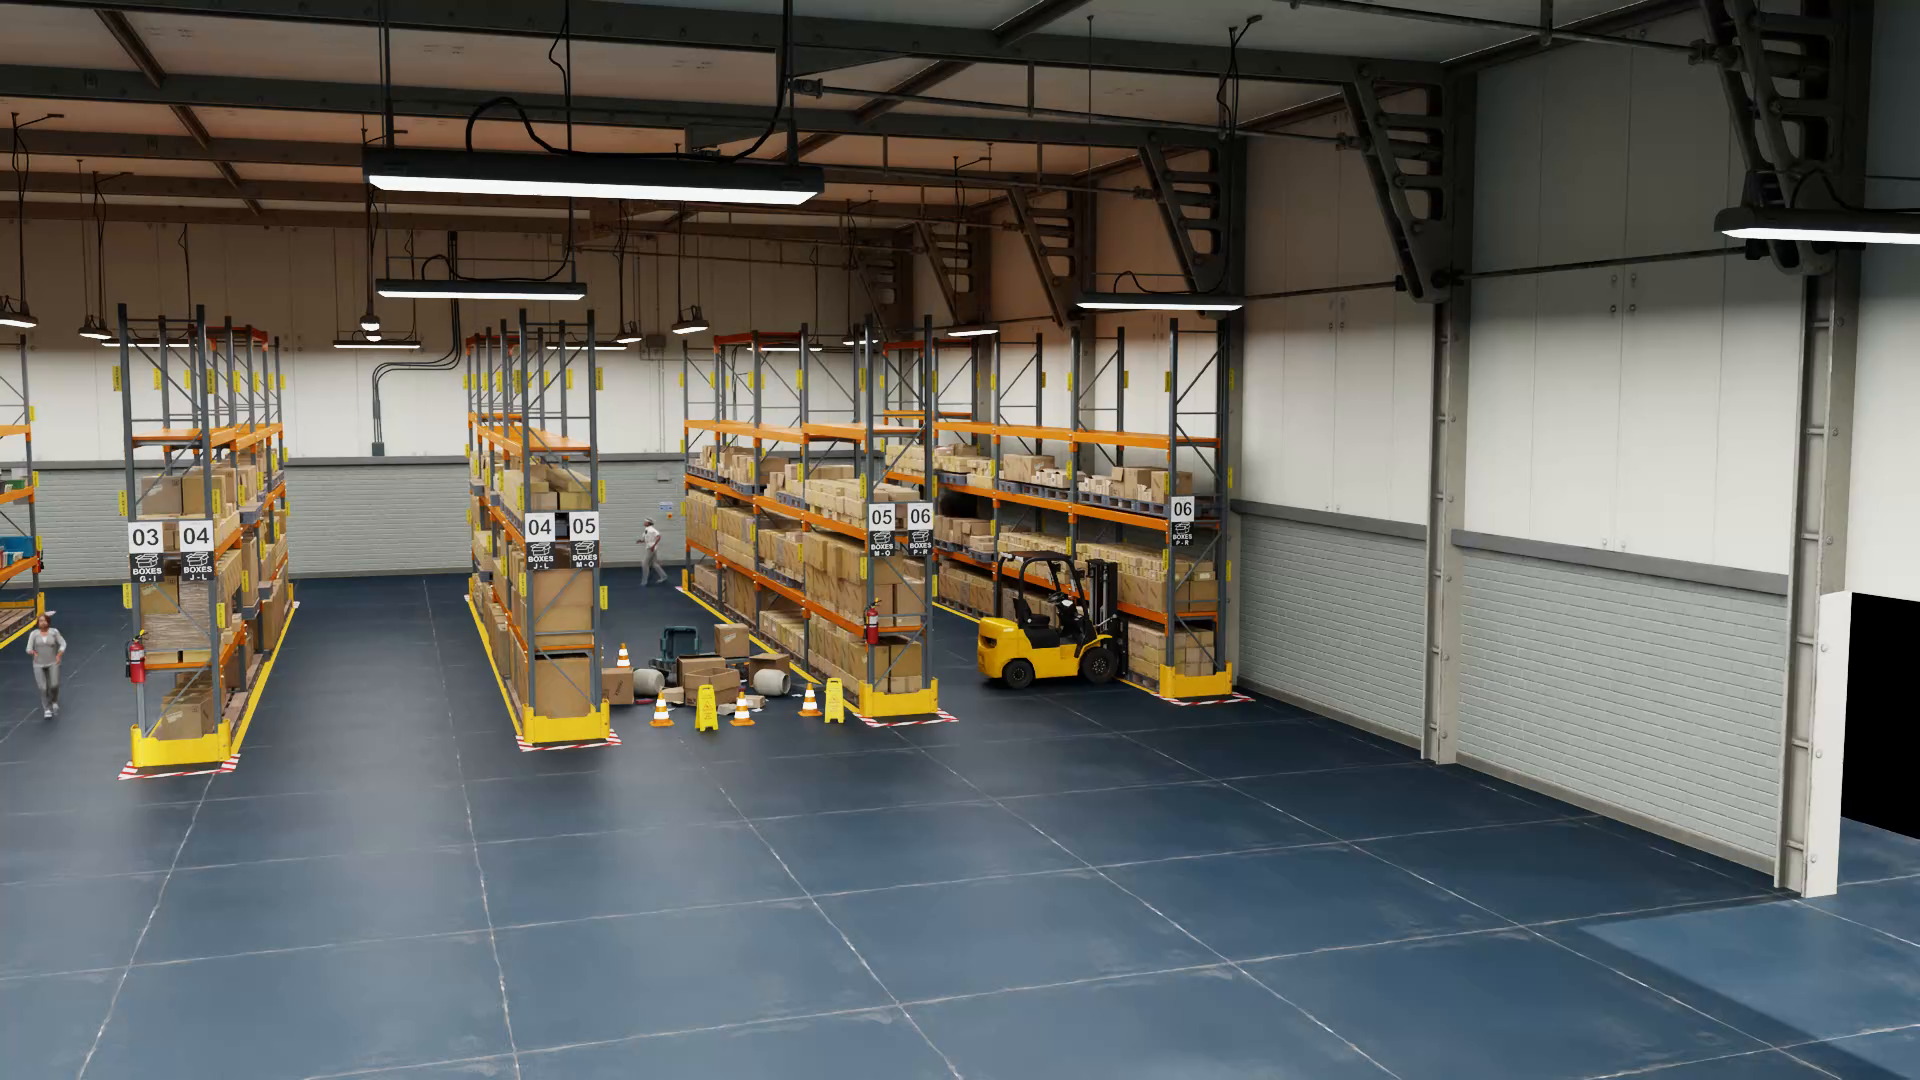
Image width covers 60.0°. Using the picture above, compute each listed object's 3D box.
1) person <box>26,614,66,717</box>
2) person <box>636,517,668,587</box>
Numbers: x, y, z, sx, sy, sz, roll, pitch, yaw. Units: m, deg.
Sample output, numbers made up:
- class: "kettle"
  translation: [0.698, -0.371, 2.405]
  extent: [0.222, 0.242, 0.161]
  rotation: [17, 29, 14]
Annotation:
- class: "person"
  translation: [-13.568, 1.876, 24.702]
  extent: [0.524, 1.556, 0.537]
  rotation: [-3, 6, -26]
- class: "person"
  translation: [-7.584, 0.292, 40.965]
  extent: [0.767, 1.747, 0.592]
  rotation: [-1, 6, -15]
